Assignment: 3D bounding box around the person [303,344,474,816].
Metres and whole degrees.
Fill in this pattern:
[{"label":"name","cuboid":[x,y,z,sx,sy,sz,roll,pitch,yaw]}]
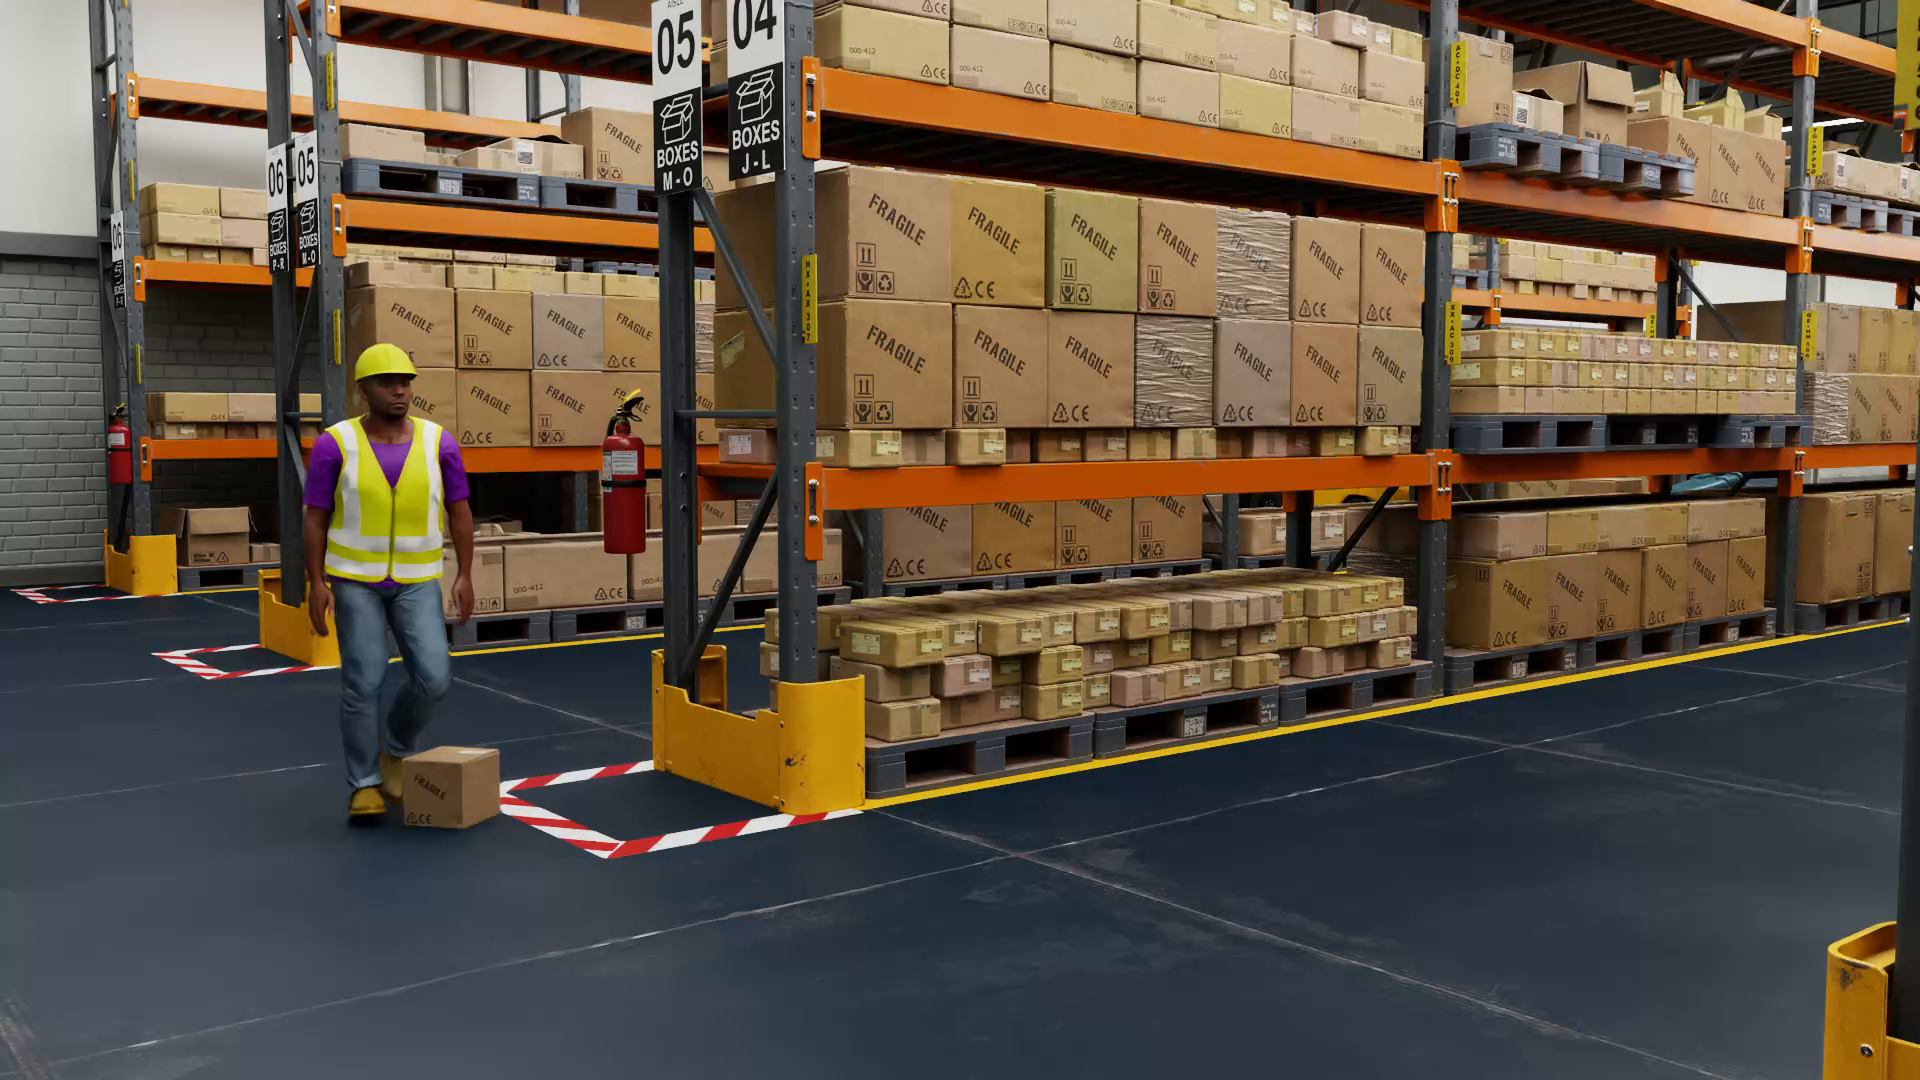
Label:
[{"label":"person","cuboid":[-2.127,0.149,6.212,0.608,1.747,0.508,-2,5,-29]}]
